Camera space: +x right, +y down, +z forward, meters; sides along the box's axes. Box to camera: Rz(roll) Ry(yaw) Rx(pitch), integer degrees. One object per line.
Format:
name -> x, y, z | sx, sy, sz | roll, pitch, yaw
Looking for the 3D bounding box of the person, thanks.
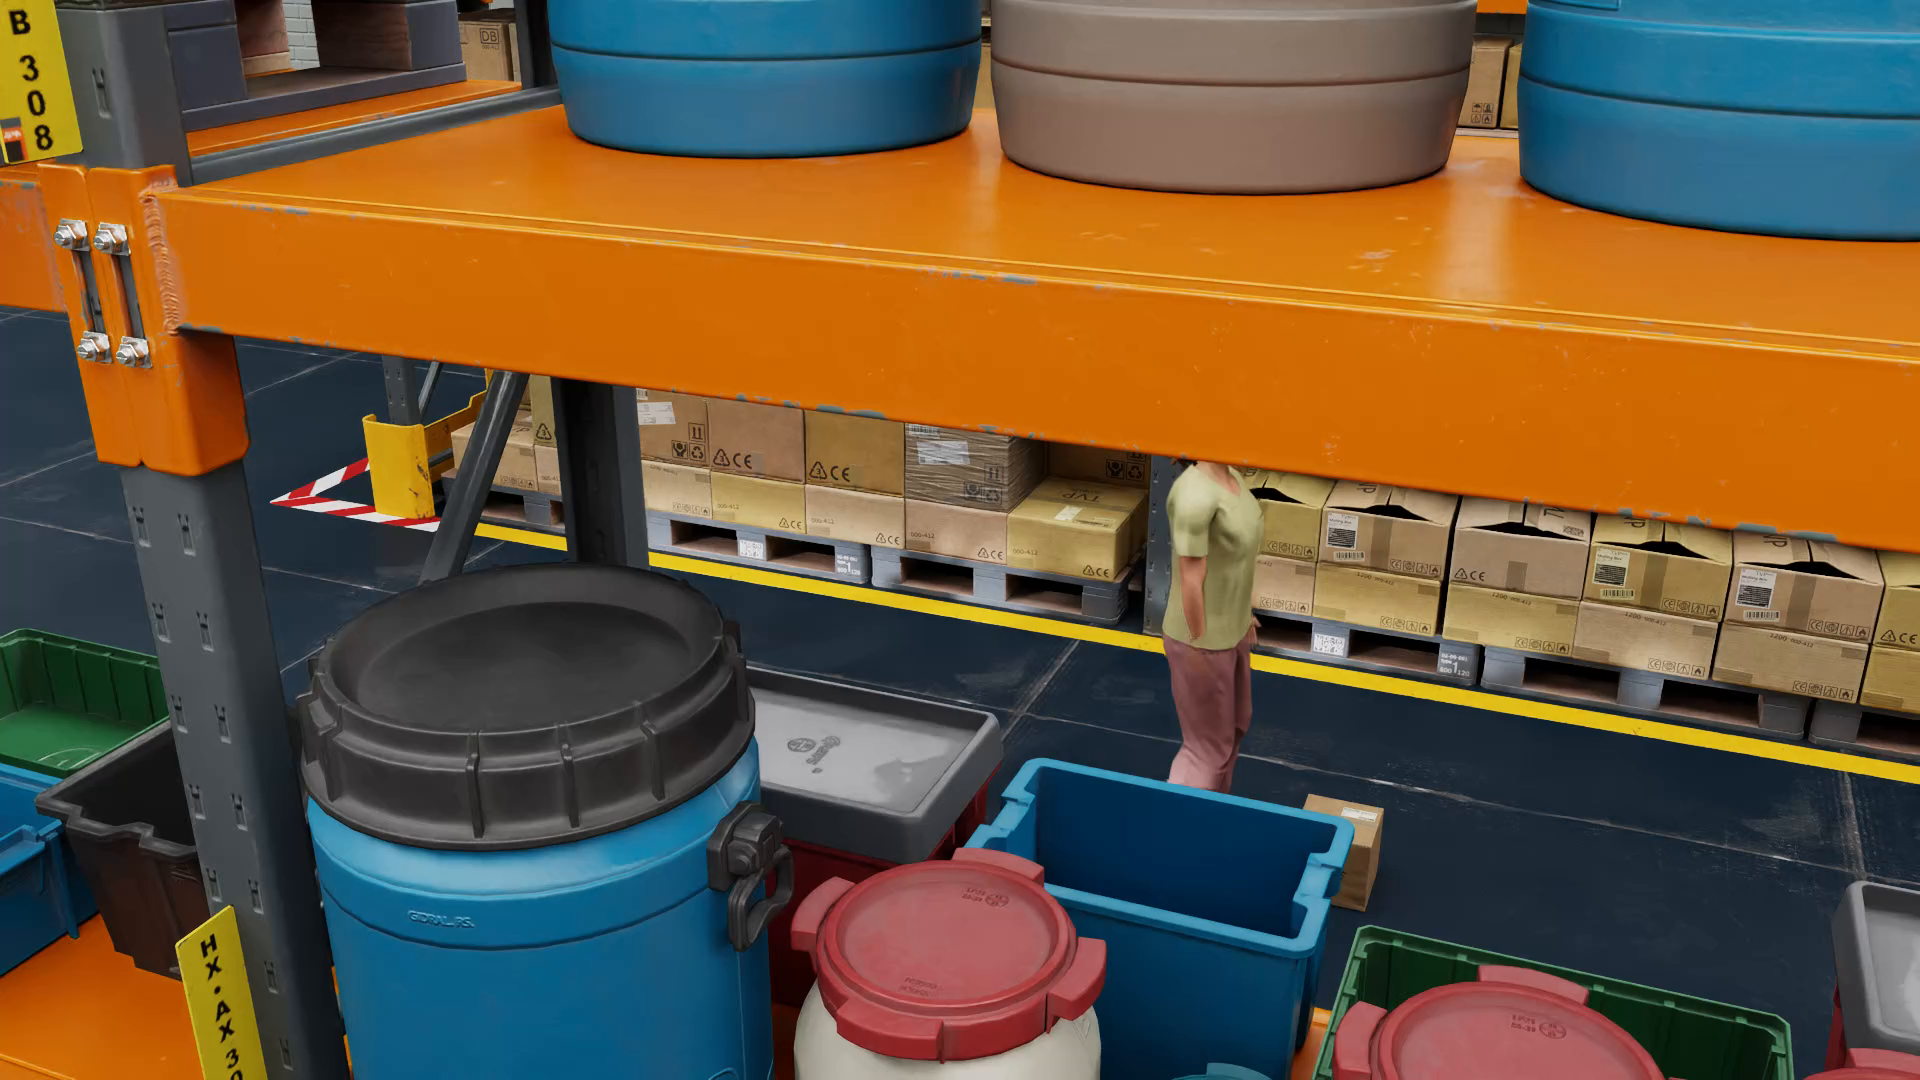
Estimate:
person -> 0.810, 0.300, 5.390 | 0.359, 1.672, 0.450 | 9, 24, 21
